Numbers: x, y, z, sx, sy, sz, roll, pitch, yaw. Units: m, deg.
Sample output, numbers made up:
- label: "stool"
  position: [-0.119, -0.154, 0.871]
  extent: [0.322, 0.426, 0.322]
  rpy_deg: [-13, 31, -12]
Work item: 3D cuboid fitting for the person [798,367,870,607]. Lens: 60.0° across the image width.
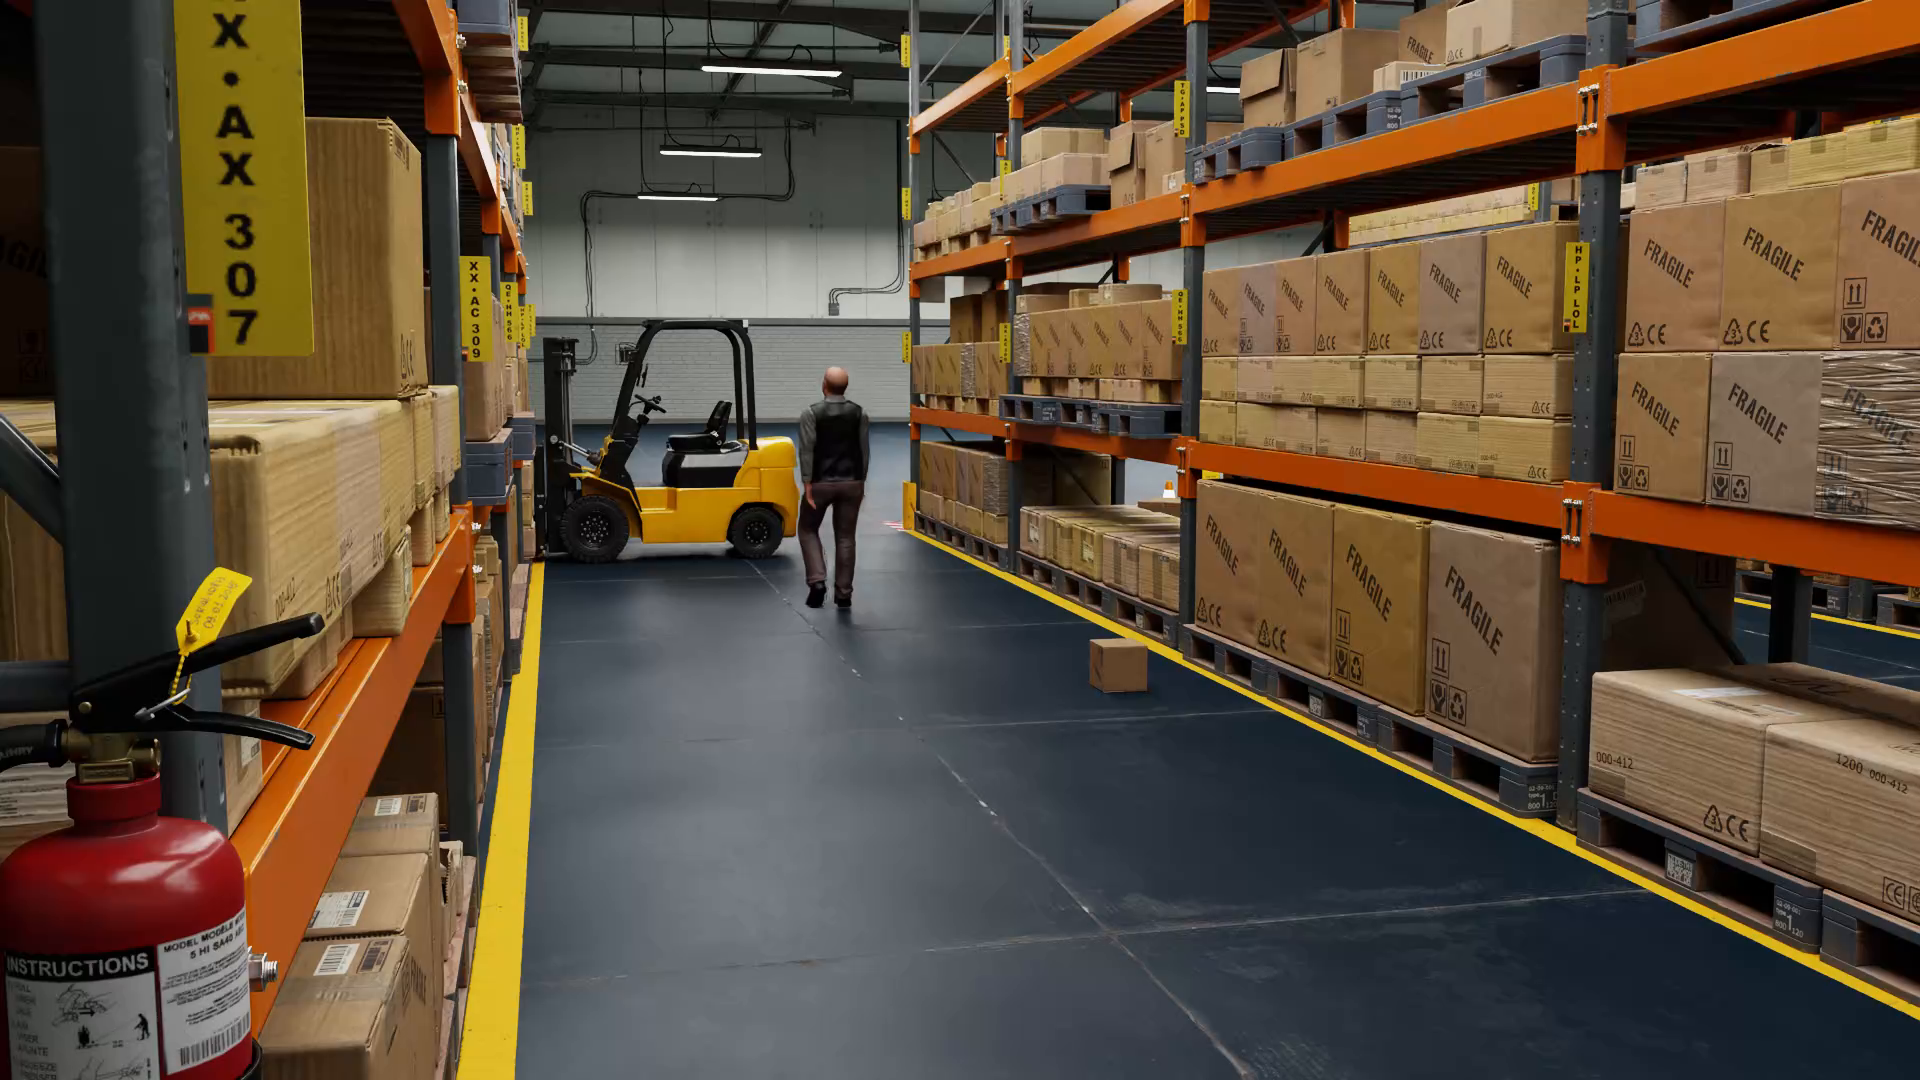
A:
- label: "person"
  position: [-0.921, -0.365, 11.985]
  extent: [0.536, 1.761, 0.482]
  rpy_deg: [-2, 6, -16]
